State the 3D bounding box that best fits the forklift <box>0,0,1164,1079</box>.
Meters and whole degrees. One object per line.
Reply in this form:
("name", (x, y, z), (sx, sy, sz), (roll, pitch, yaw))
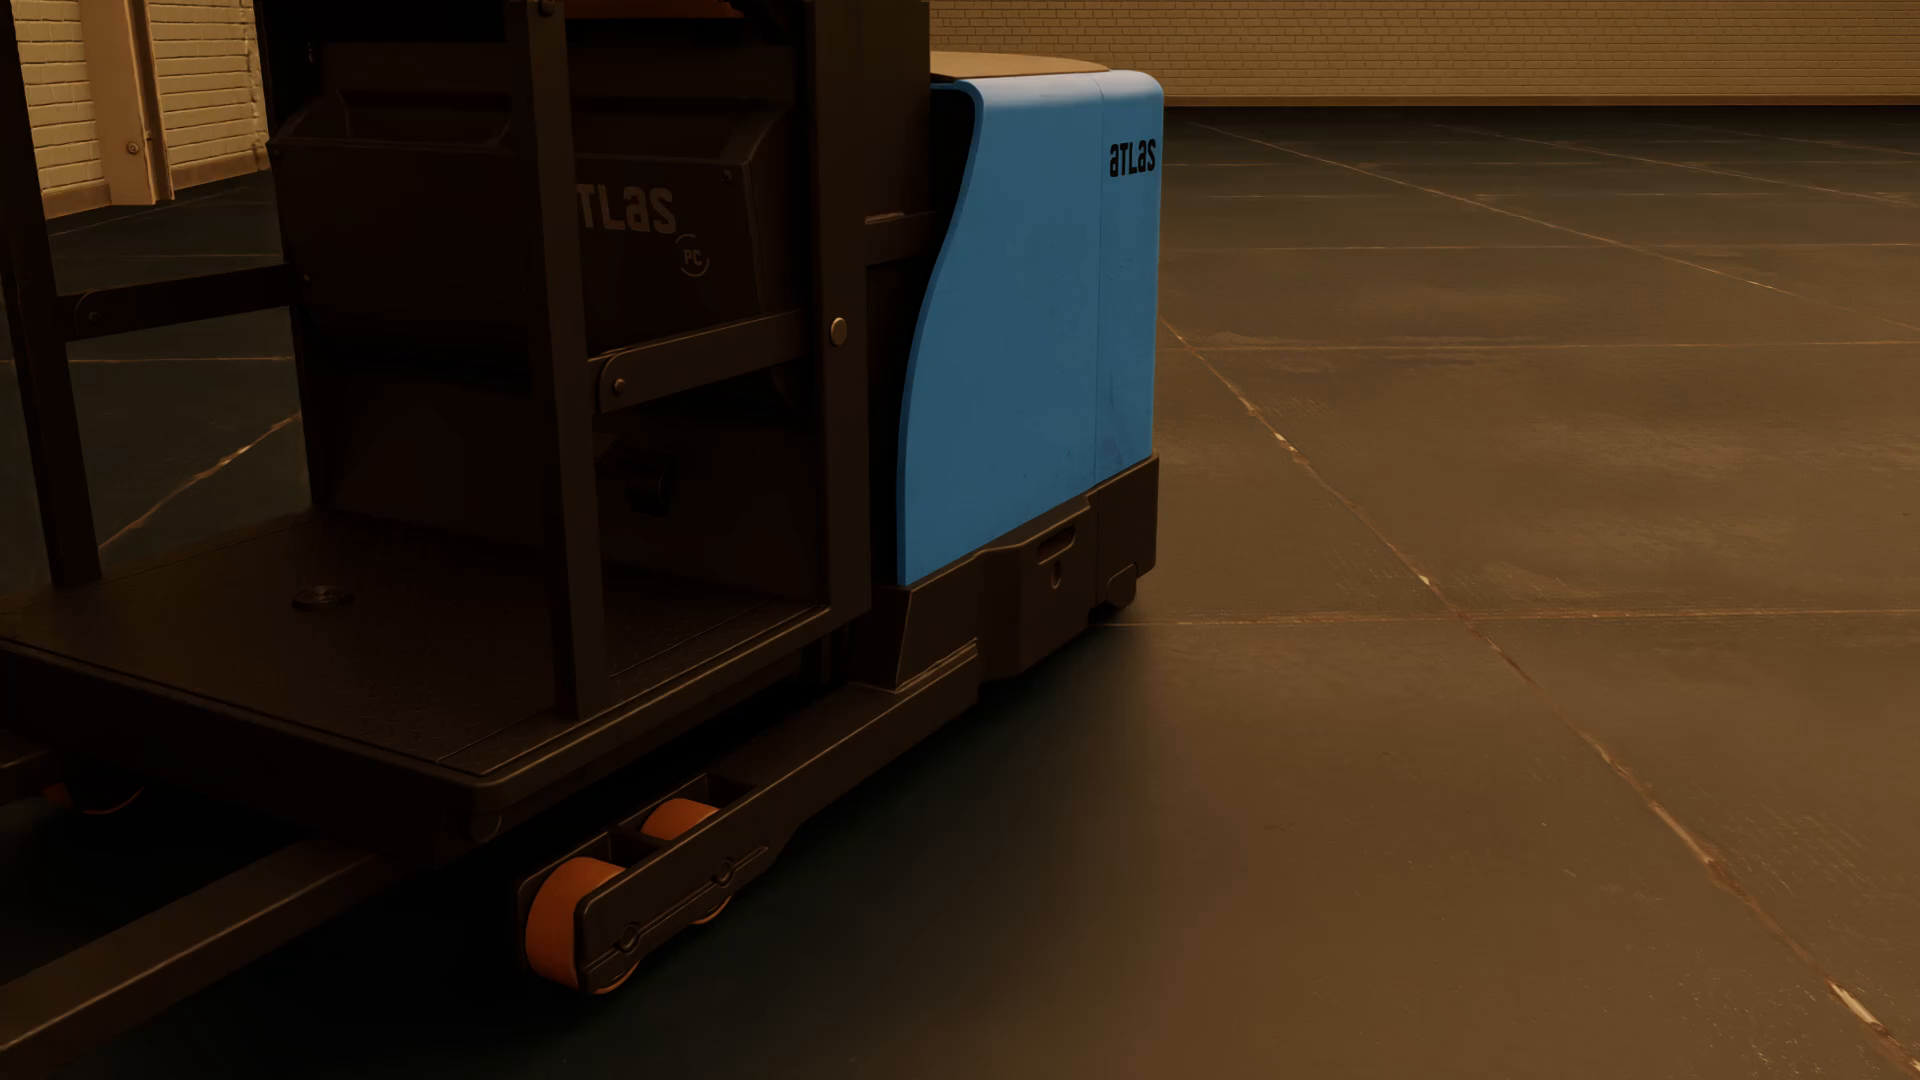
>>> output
("forklift", (-0.754, -0.988, 2.139), (1.130, 2.935, 3.031), (9, 19, 28))
